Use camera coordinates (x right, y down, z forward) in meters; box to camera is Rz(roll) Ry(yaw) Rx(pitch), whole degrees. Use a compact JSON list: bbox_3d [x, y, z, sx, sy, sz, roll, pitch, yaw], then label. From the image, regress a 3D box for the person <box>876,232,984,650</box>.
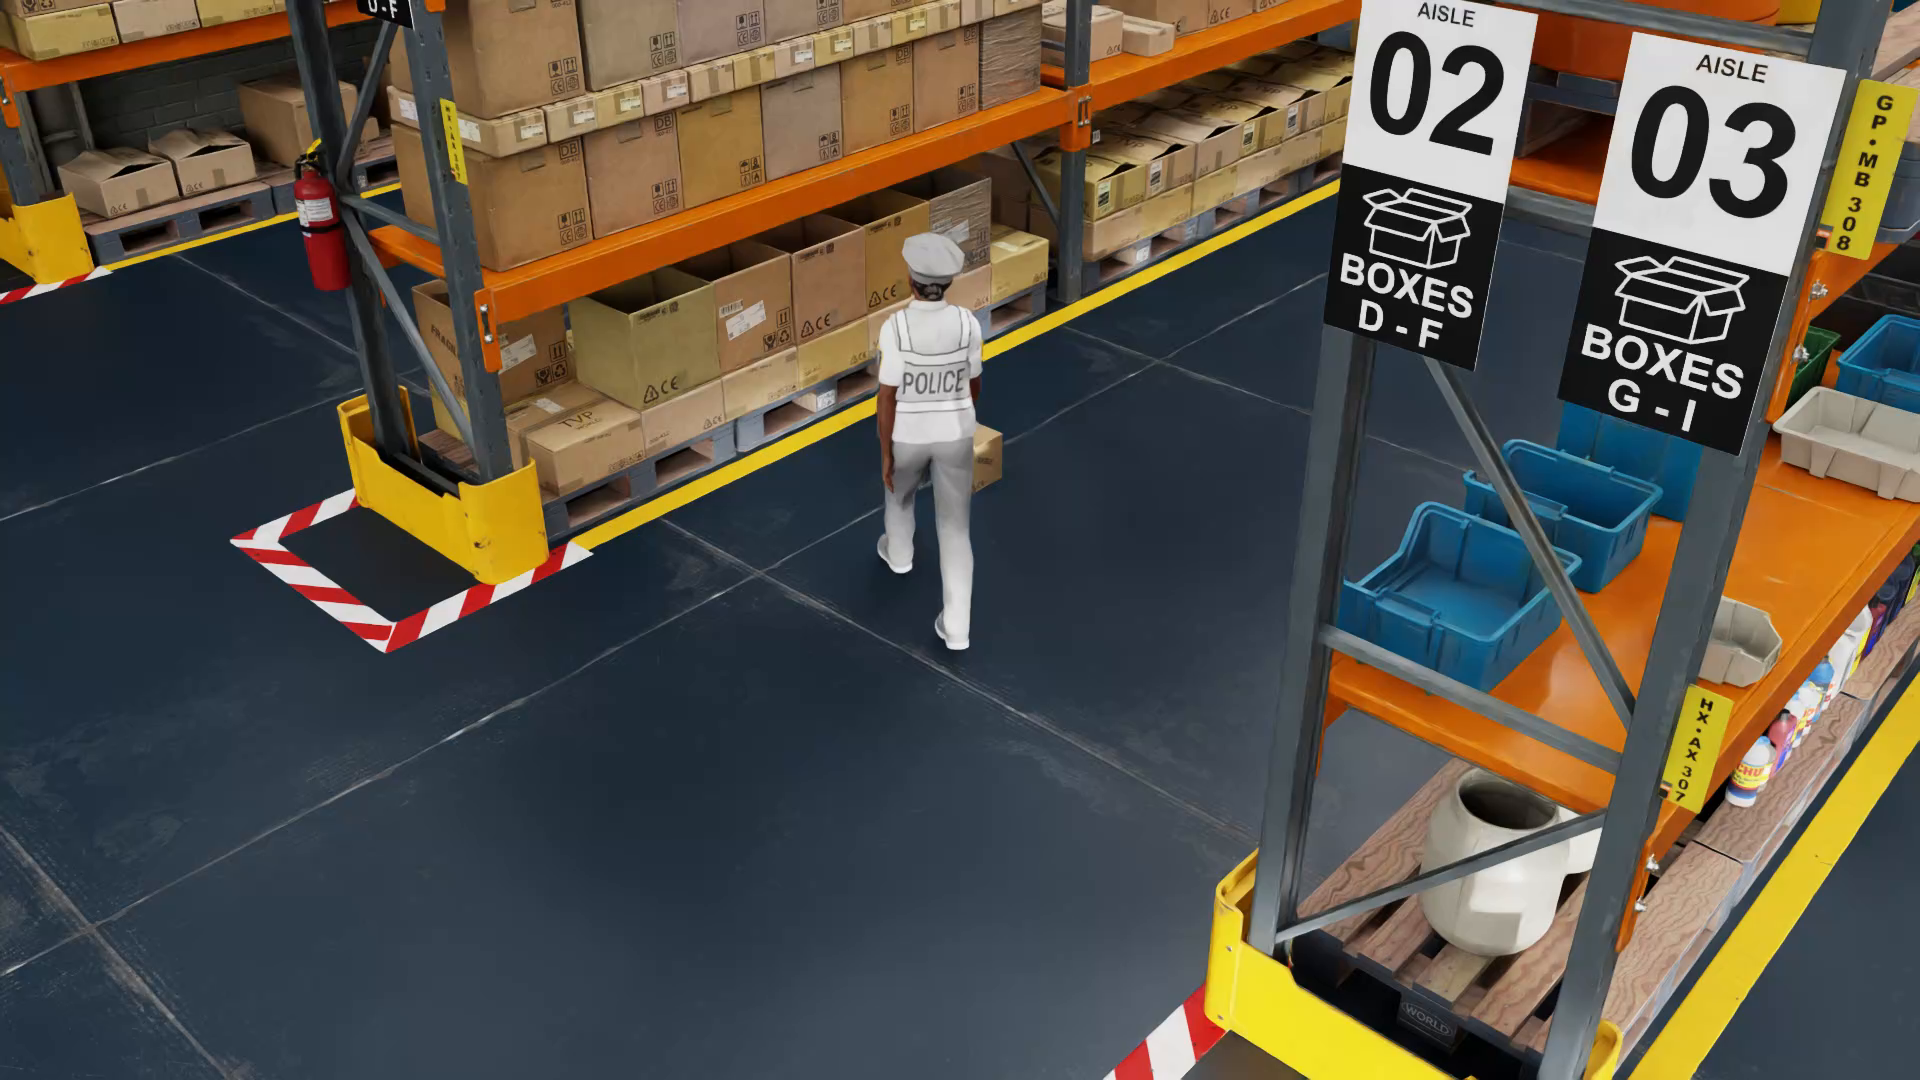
[{"bbox_3d":[-0.128,-0.446,6.815,0.447,1.622,0.963,-5,32,-7],"label":"person"}]
